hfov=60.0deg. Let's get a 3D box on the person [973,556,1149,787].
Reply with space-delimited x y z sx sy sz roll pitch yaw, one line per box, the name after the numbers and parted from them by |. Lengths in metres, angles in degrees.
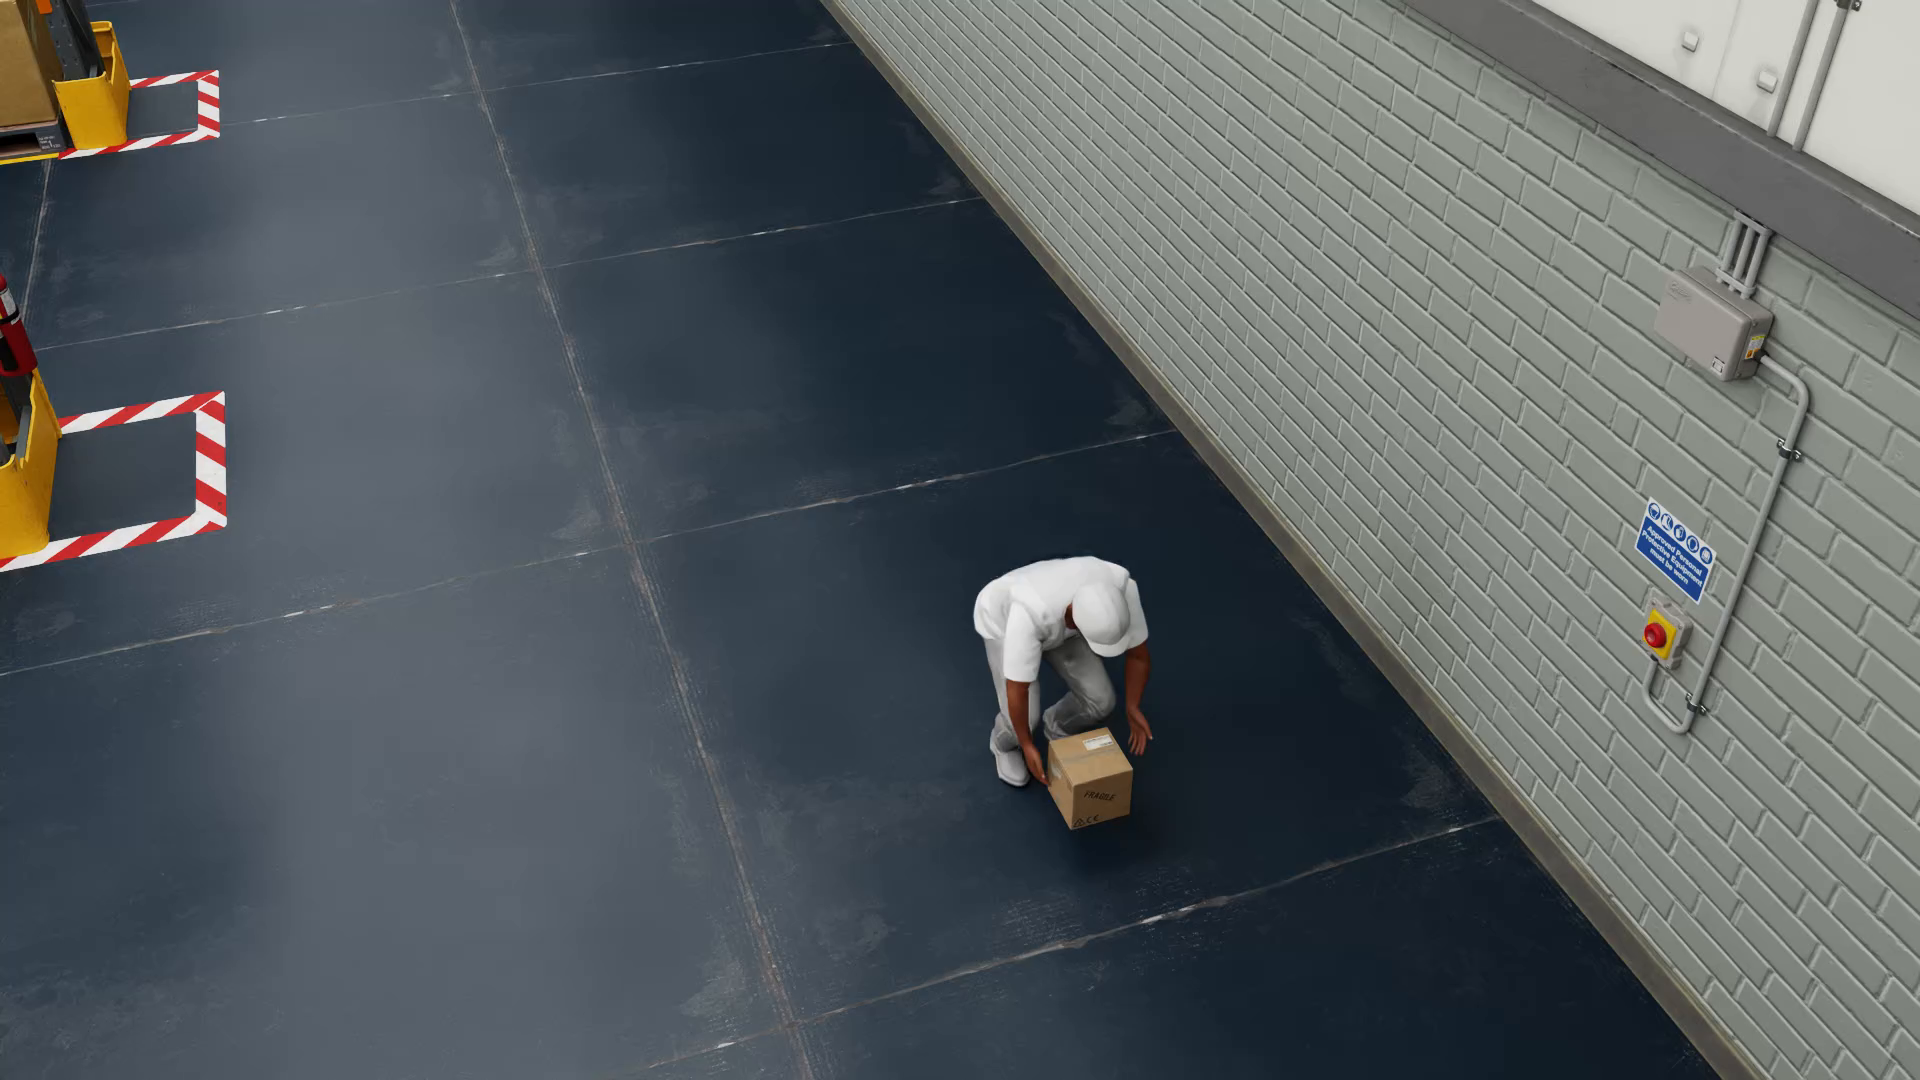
0.405 0.475 6.608 0.620 1.207 0.839 -13 39 -16 | person
